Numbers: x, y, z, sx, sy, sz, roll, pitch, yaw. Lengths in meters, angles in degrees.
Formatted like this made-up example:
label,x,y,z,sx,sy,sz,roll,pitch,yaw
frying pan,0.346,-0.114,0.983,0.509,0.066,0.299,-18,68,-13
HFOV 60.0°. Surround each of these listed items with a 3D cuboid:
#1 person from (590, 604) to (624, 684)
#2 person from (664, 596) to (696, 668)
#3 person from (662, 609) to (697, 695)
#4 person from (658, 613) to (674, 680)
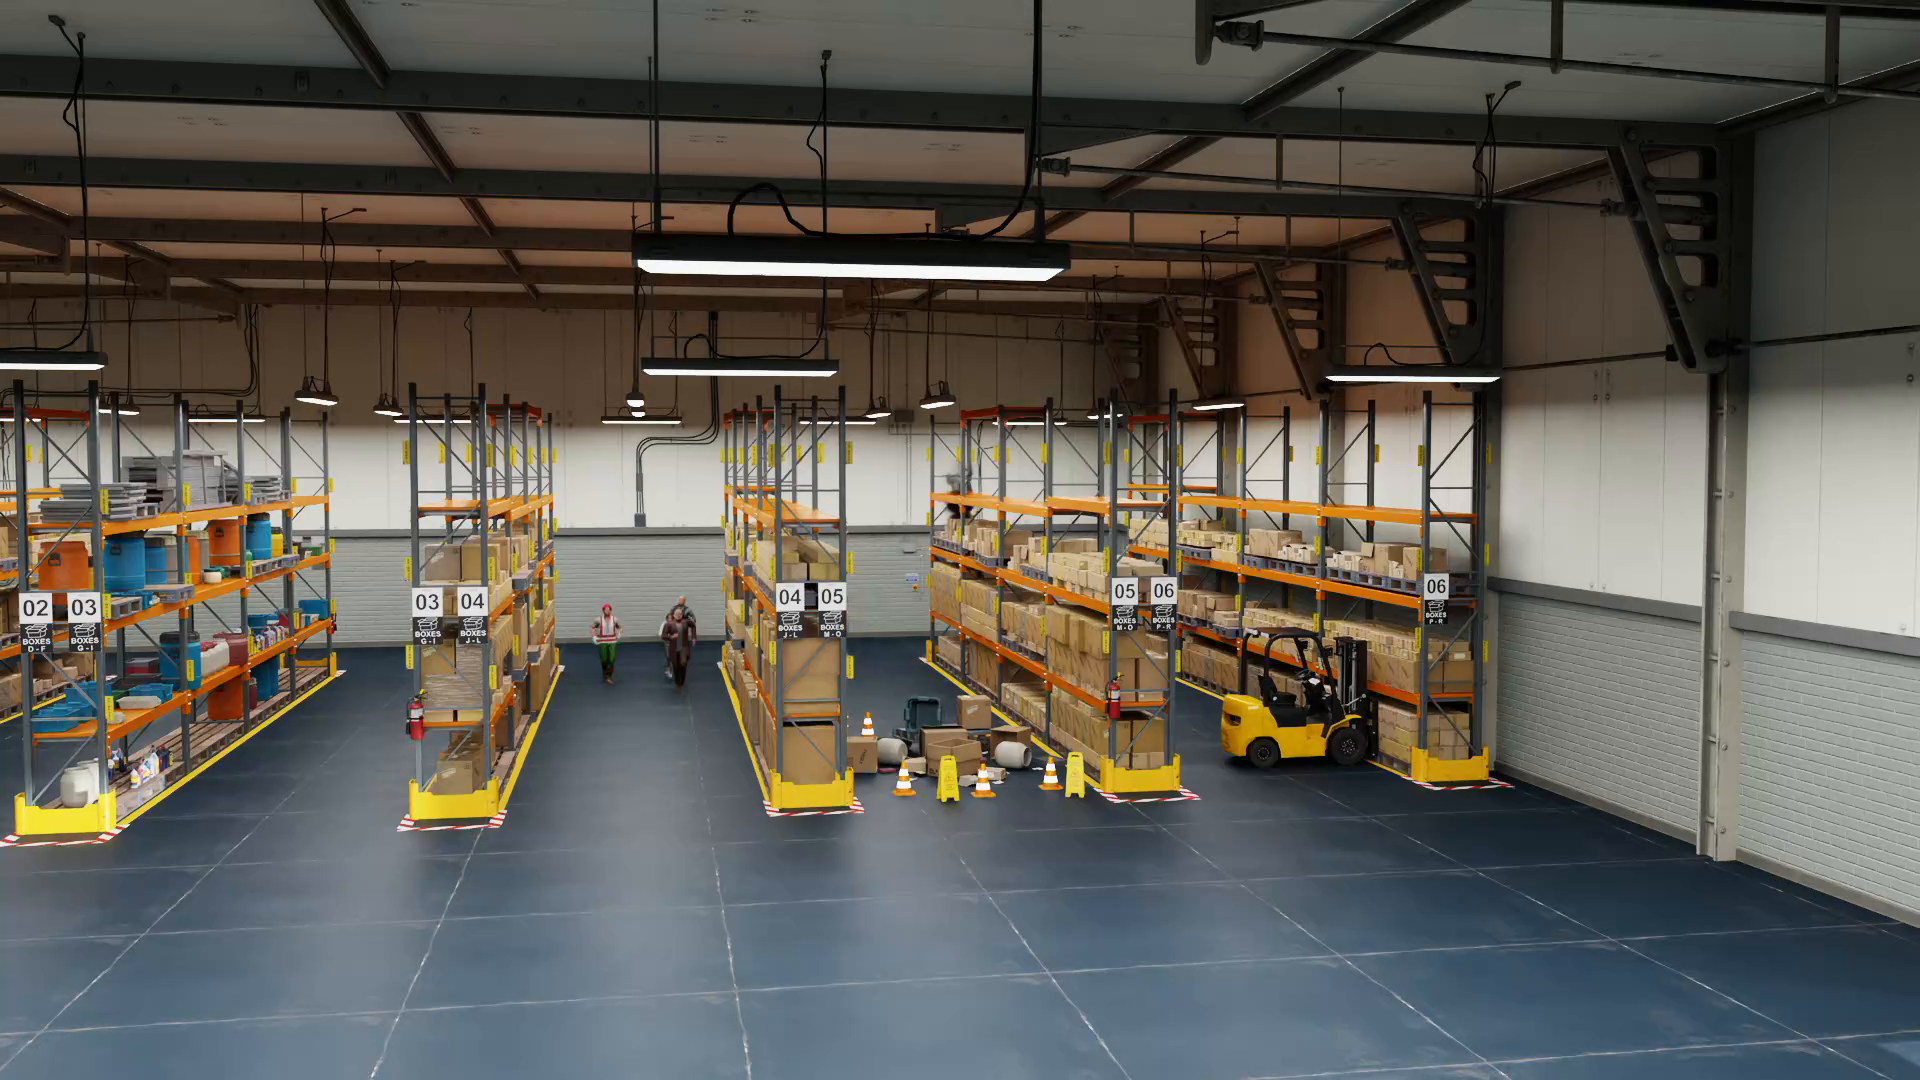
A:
label,x,y,z,sx,sy,sz,roll,pitch,yaw
person,-7.748,2.286,36.584,0.727,1.756,0.611,-1,3,-21
person,-6.606,2.155,39.200,0.727,1.693,0.890,1,3,17
person,-5.917,2.394,35.075,0.747,1.727,0.925,-1,3,-13
person,-6.481,2.375,37.374,0.577,1.547,0.910,0,3,-9
